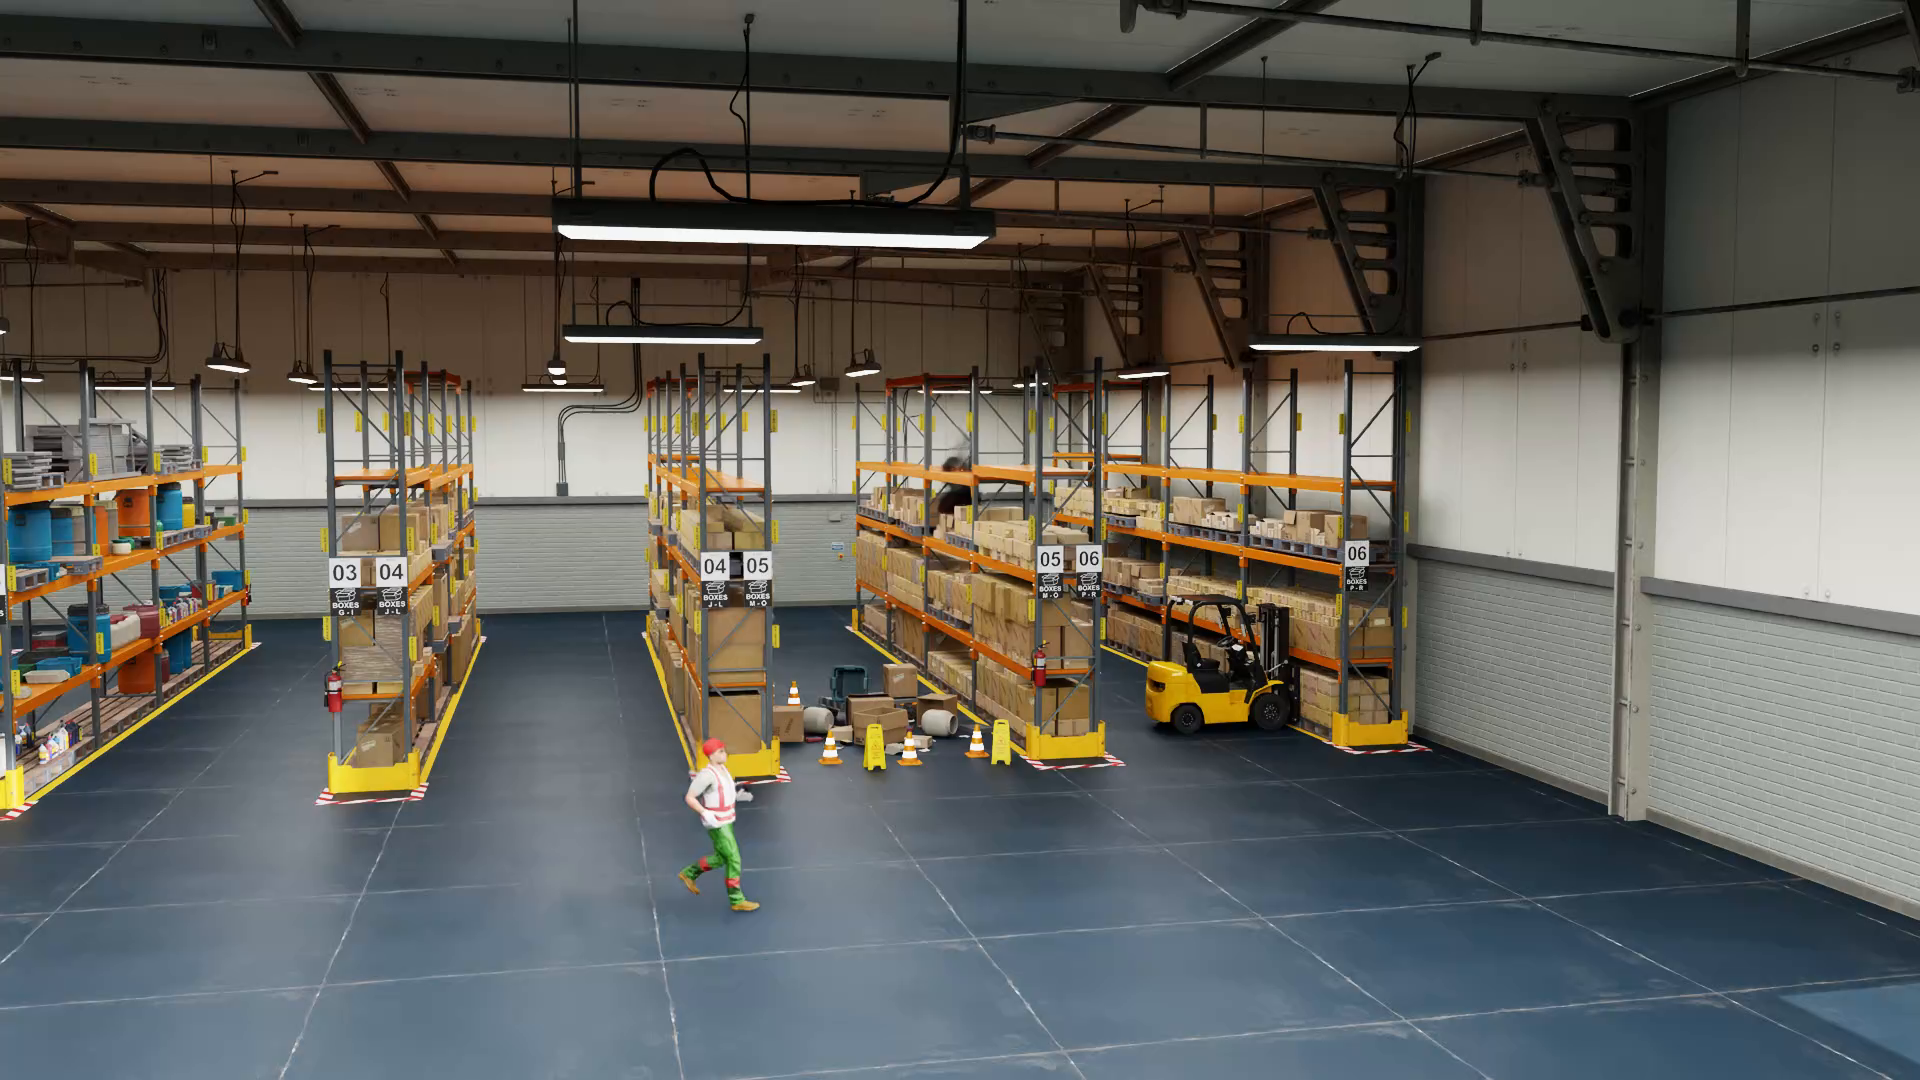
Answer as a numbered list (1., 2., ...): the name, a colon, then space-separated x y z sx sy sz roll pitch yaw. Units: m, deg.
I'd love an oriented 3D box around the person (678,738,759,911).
1. person: -2.509 2.922 17.145 0.928 1.766 0.669 1 4 14
